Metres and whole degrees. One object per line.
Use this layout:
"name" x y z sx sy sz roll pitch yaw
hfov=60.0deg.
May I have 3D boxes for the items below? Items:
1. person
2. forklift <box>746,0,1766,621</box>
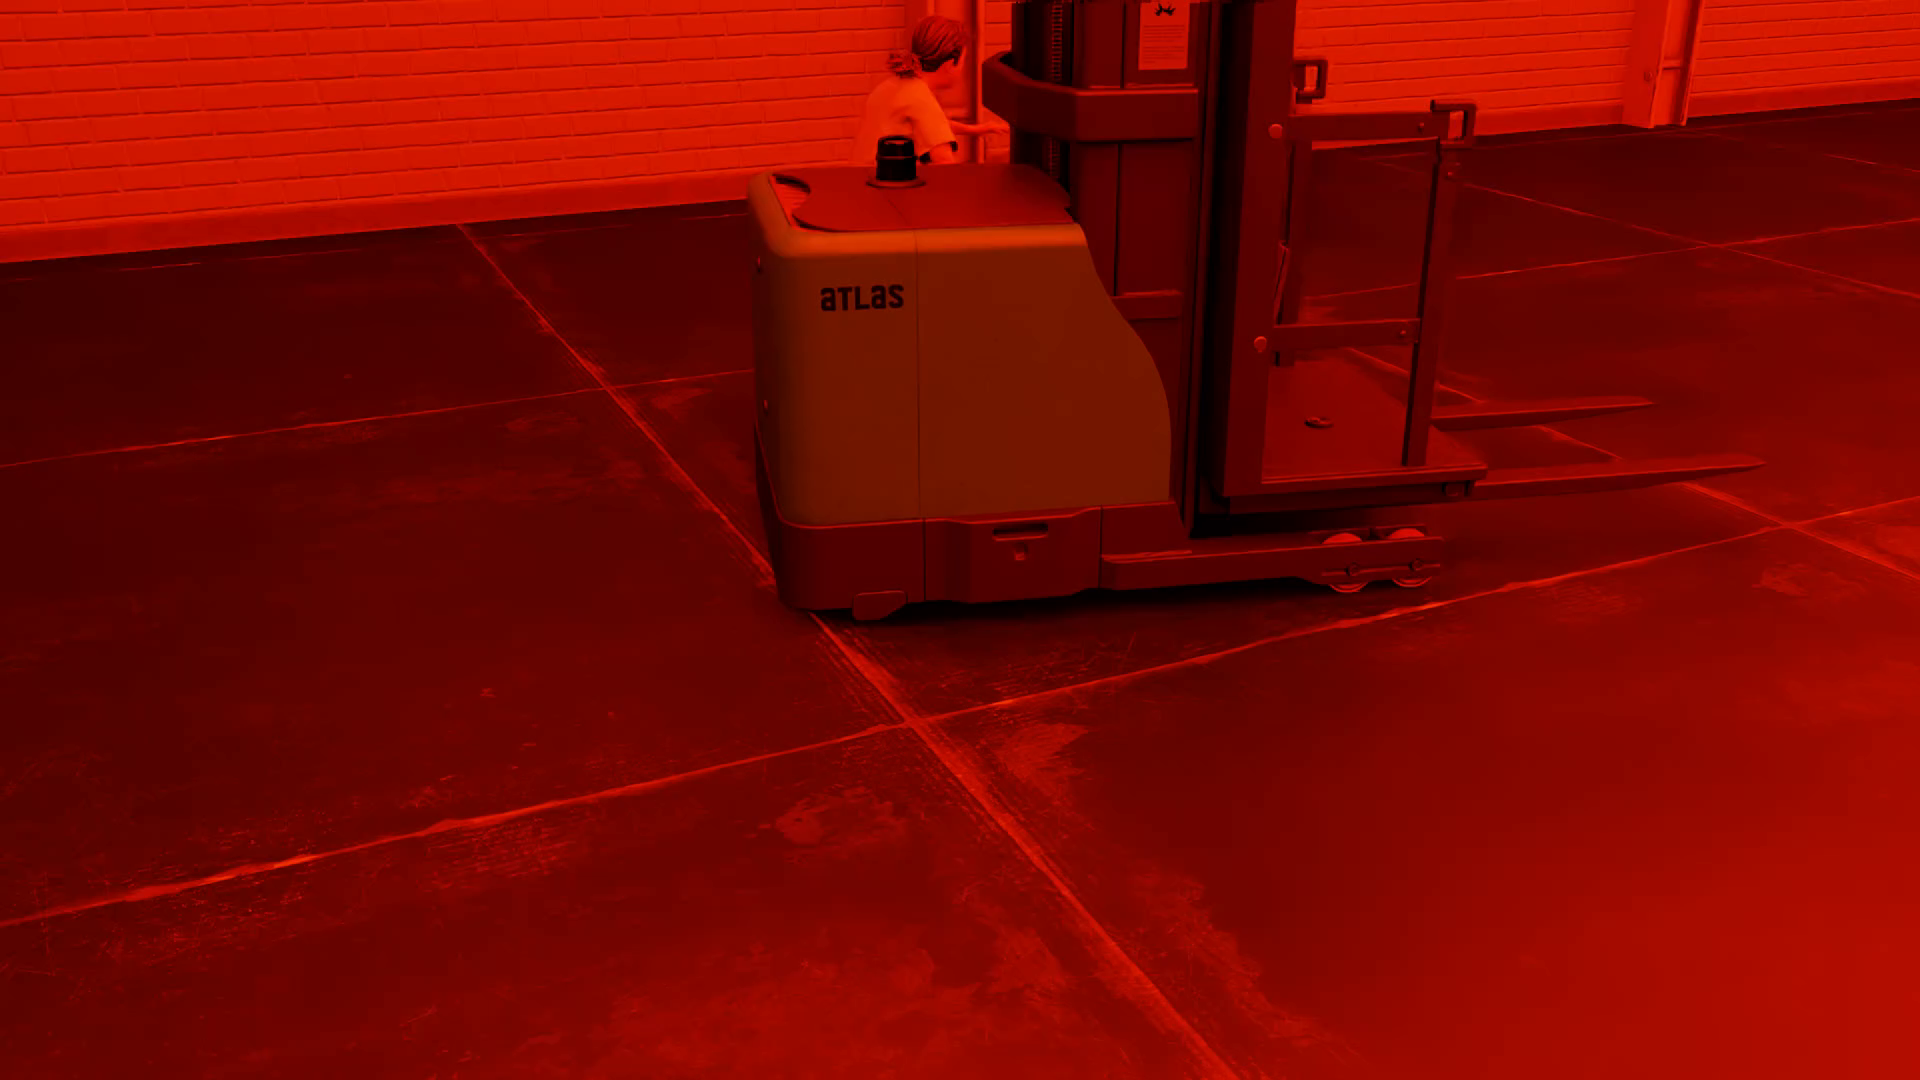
"person" 0.035 -1.121 5.956 0.845 1.430 1.087 -13 26 -29
"forklift" 0.920 -1.398 4.651 3.031 2.935 1.130 -4 23 -10
